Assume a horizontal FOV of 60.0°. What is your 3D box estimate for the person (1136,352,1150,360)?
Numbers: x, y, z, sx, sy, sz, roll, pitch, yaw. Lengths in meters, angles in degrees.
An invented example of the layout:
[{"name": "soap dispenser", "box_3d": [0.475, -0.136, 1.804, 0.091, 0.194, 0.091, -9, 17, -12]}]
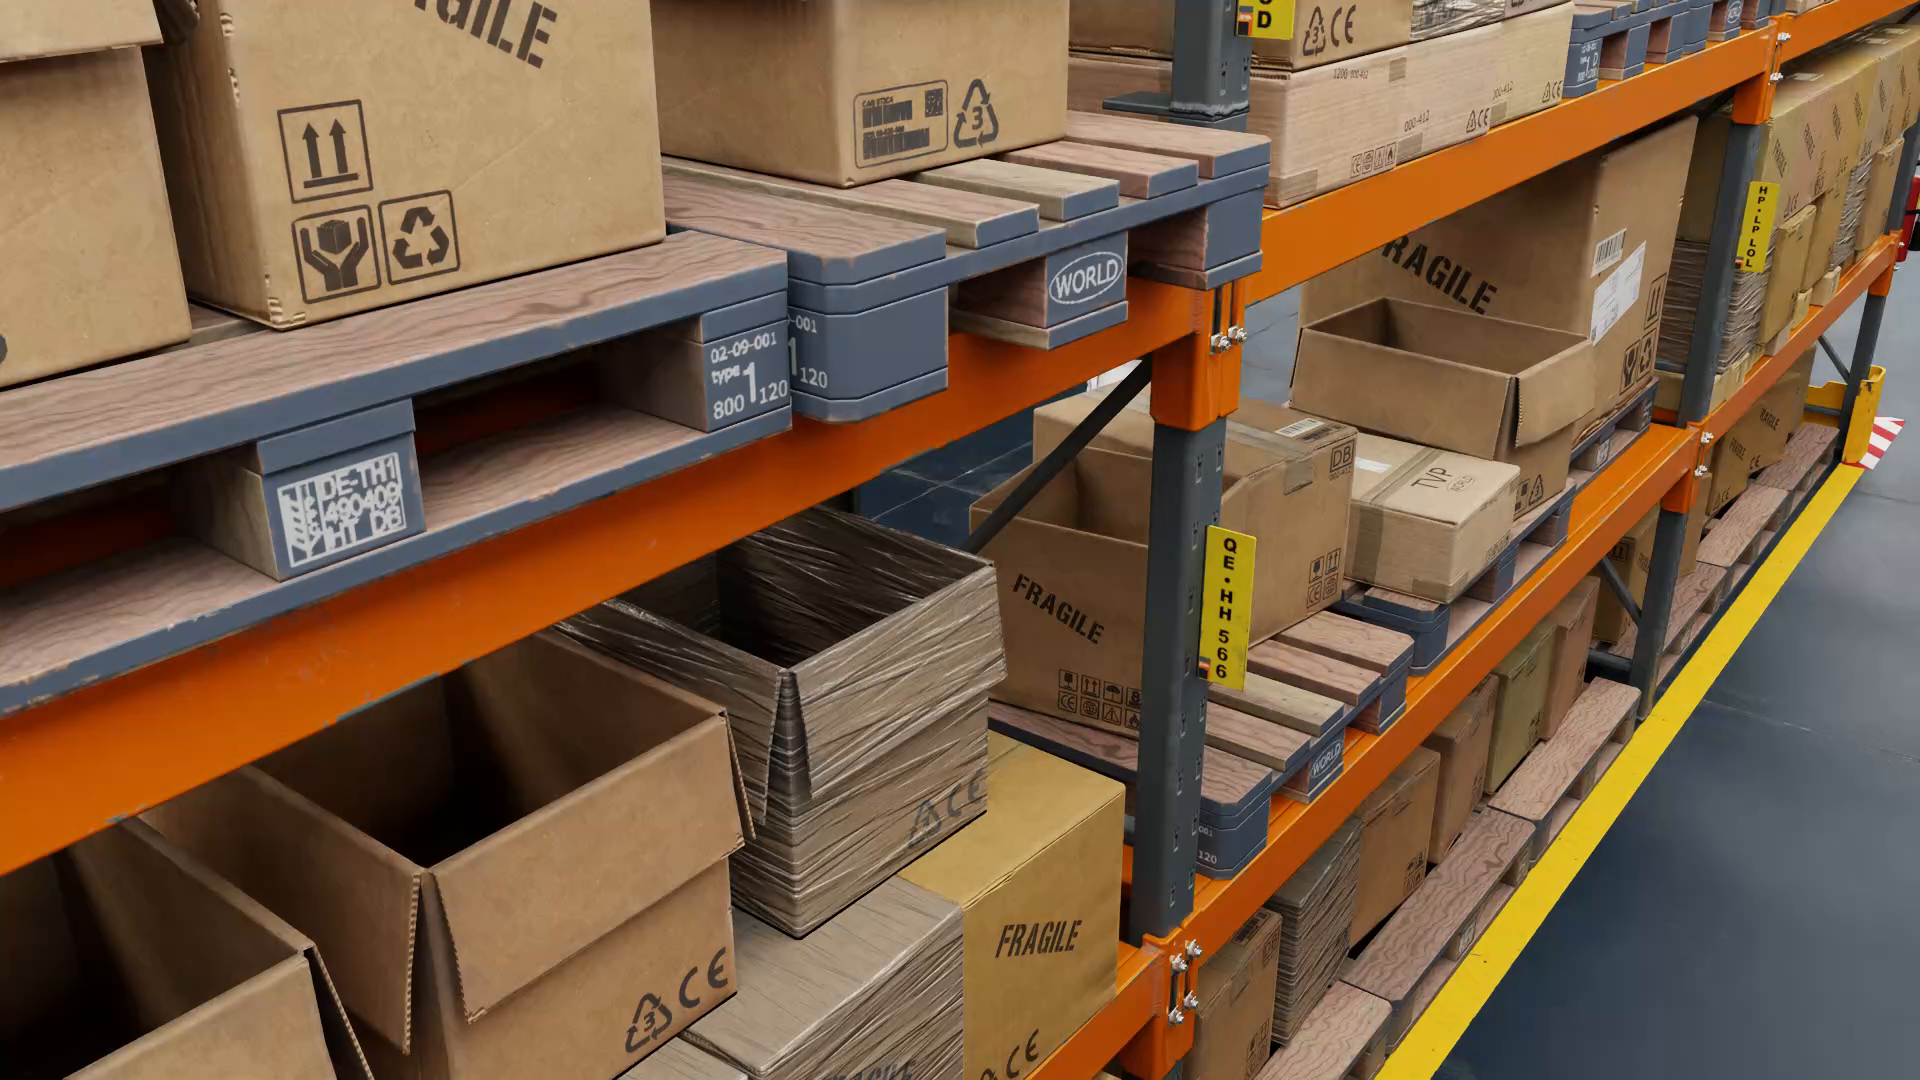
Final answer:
[{"name": "person", "box_3d": [0.750, -0.160, 6.960, 0.531, 1.664, 0.320, 15, 28, 31]}]
